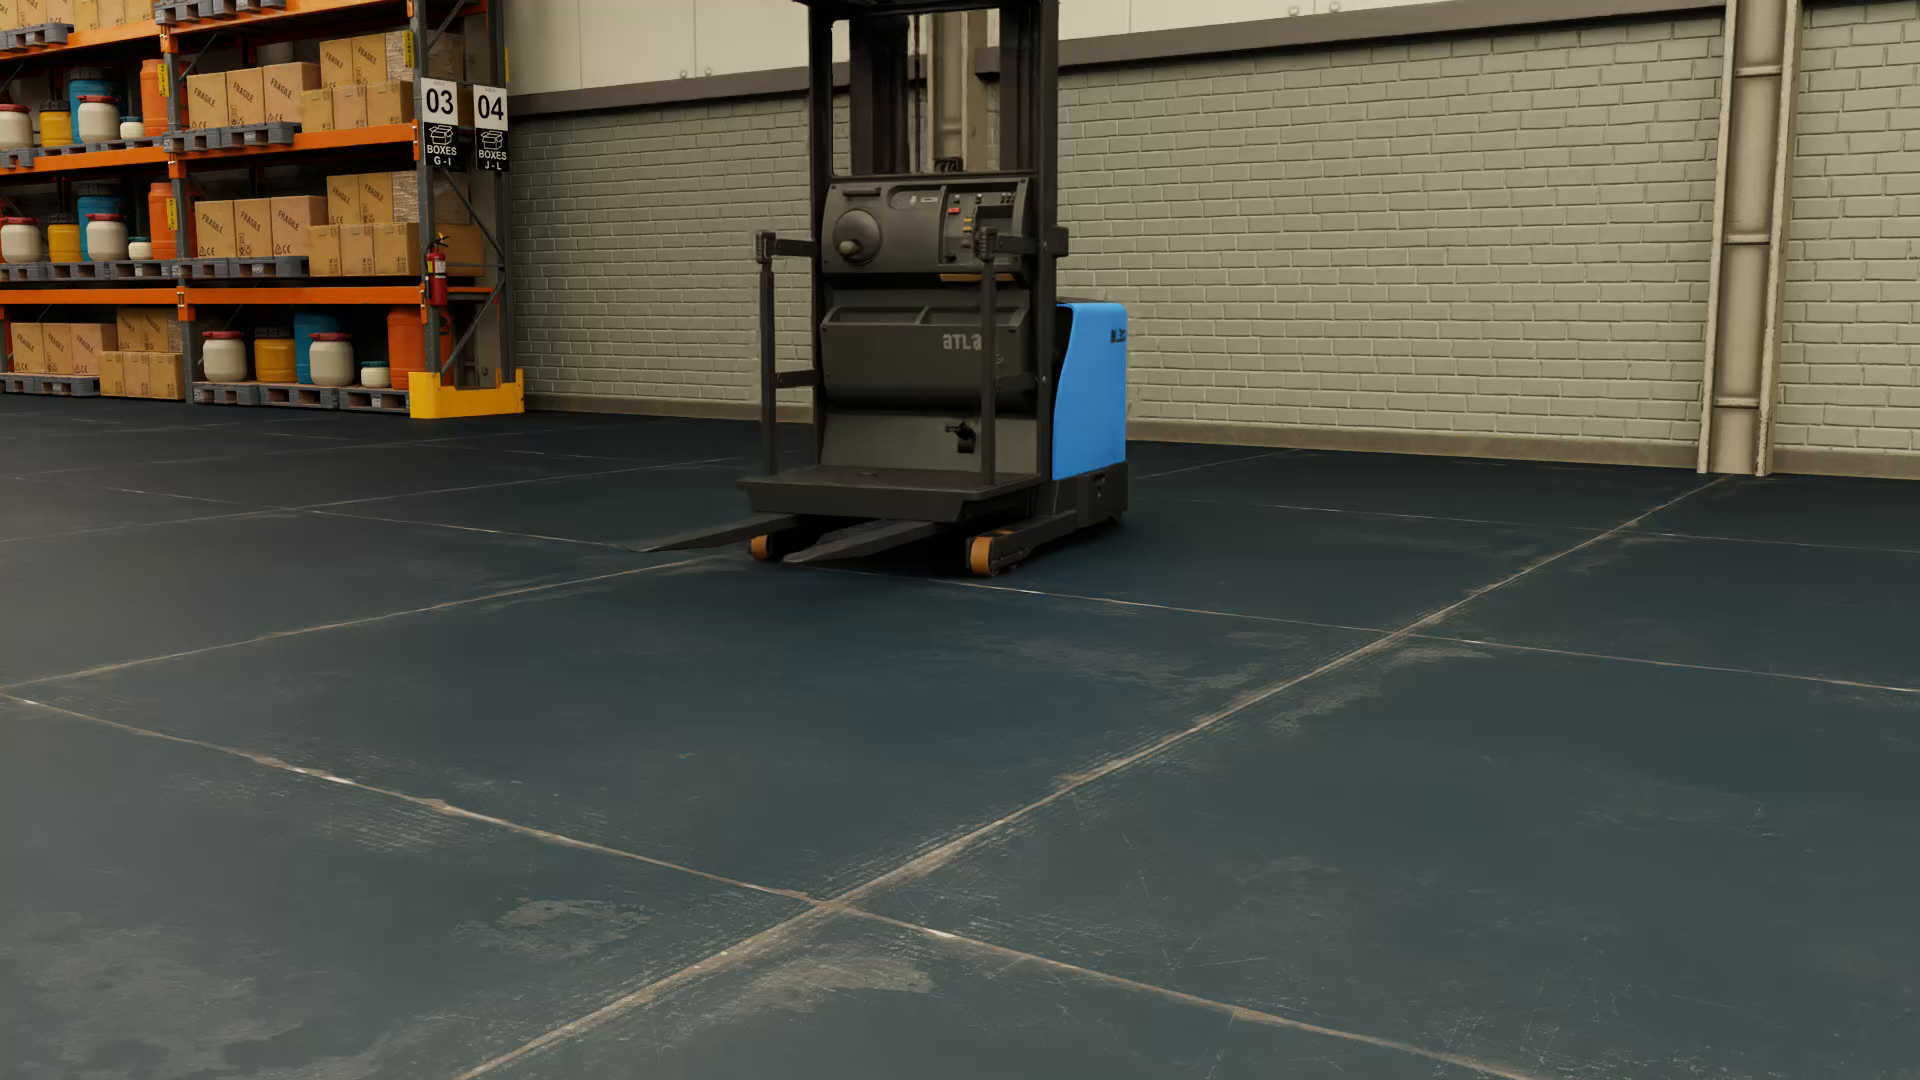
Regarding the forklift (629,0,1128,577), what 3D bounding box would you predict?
[{"bbox_3d":[-0.237,-1.371,6.837,1.130,2.935,3.031,4,9,23],"label":"forklift"}]
